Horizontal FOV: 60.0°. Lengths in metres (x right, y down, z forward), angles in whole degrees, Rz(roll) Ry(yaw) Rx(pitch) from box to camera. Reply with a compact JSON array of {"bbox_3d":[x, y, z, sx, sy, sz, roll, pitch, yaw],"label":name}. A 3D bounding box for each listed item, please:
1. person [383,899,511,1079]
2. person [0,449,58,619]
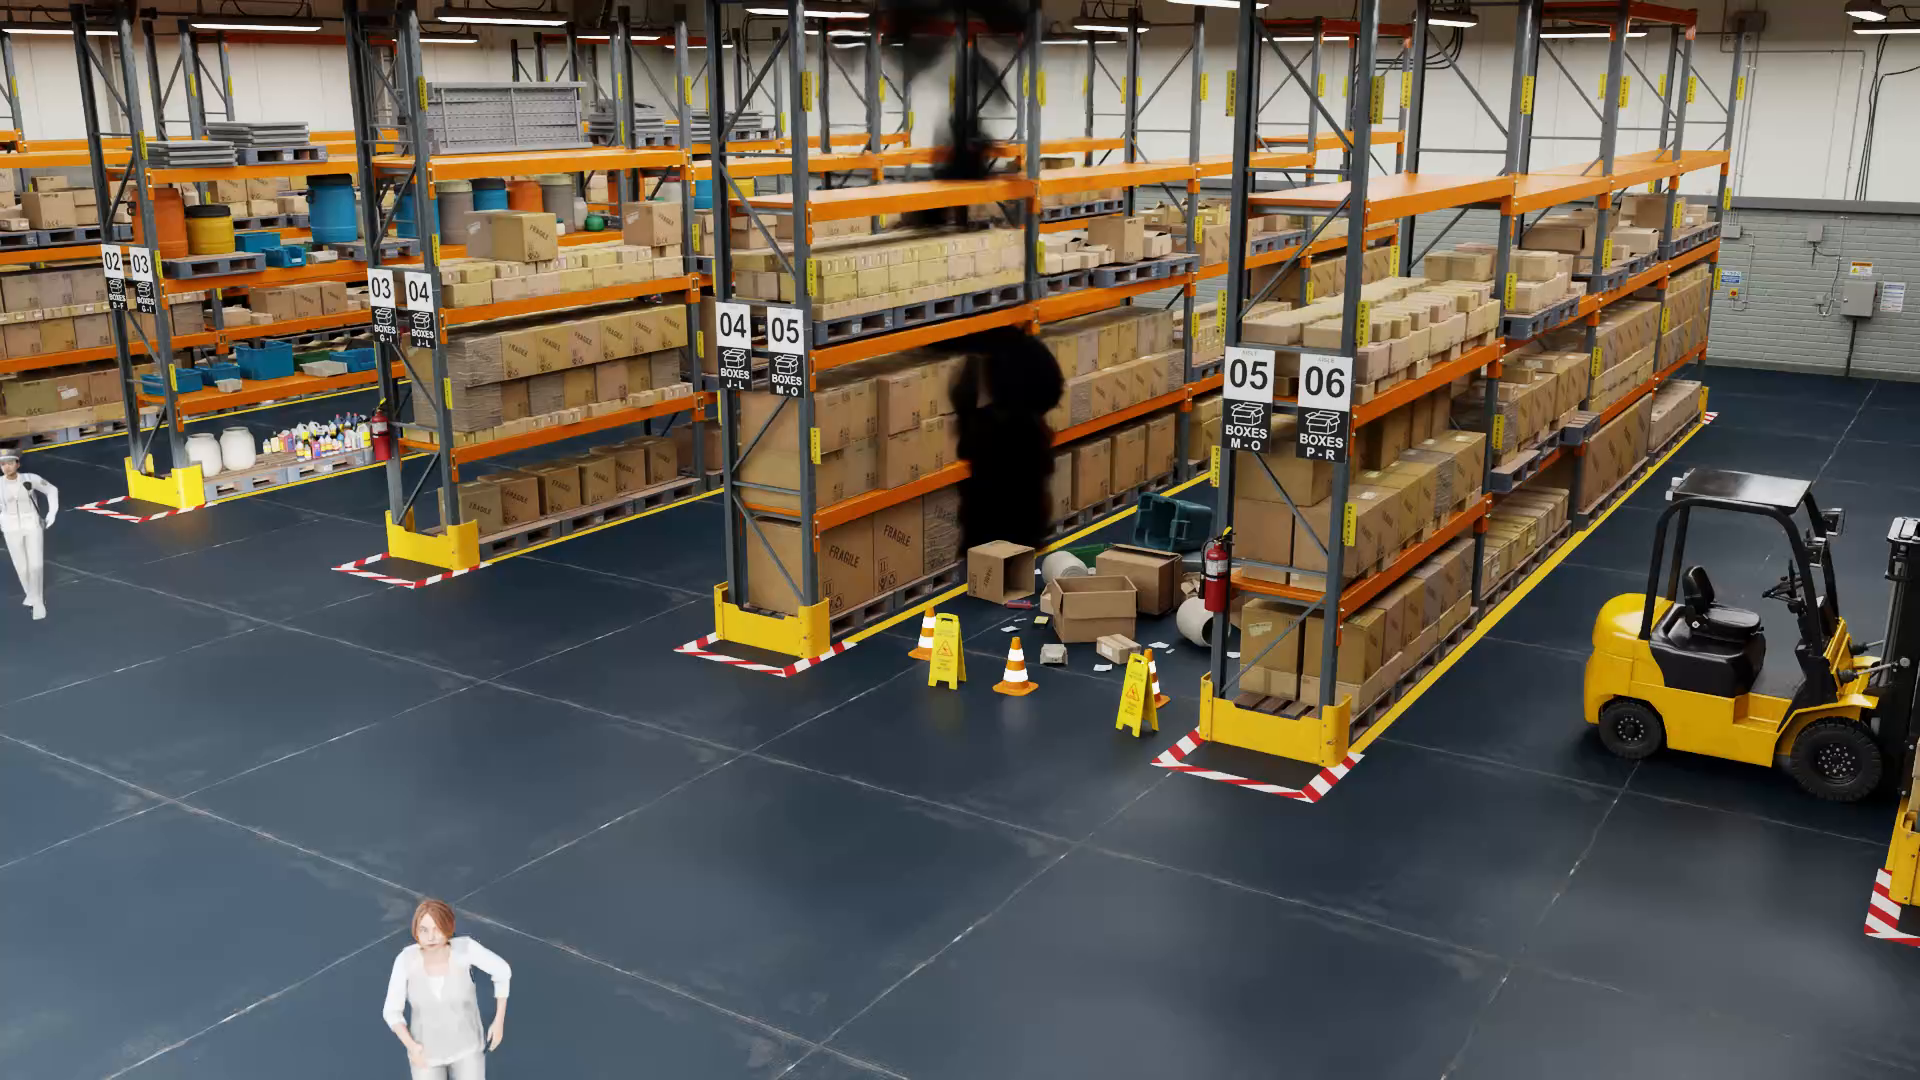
[{"bbox_3d":[-2.357,2.389,7.701,0.566,1.559,0.545,-3,16,-11],"label":"person"},{"bbox_3d":[-9.236,-0.075,16.421,0.618,1.711,0.706,-6,17,-20],"label":"person"}]
